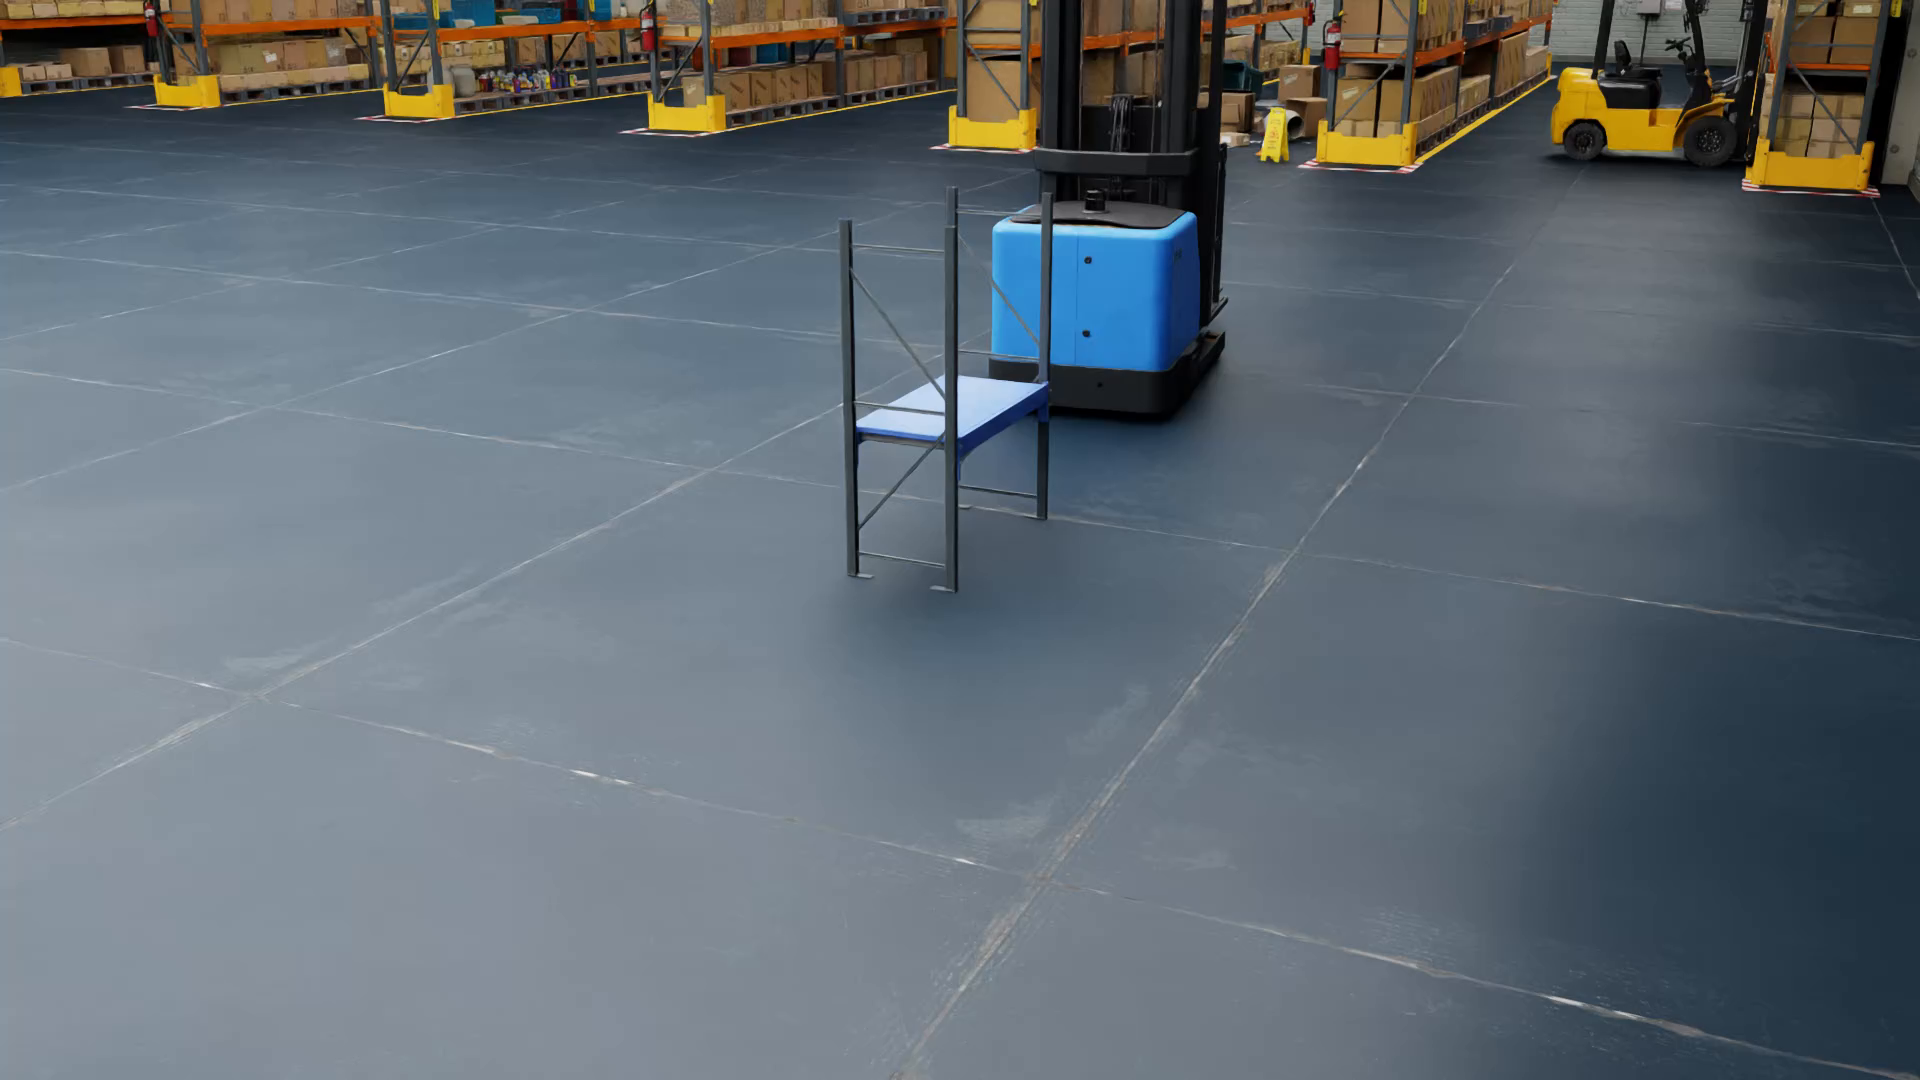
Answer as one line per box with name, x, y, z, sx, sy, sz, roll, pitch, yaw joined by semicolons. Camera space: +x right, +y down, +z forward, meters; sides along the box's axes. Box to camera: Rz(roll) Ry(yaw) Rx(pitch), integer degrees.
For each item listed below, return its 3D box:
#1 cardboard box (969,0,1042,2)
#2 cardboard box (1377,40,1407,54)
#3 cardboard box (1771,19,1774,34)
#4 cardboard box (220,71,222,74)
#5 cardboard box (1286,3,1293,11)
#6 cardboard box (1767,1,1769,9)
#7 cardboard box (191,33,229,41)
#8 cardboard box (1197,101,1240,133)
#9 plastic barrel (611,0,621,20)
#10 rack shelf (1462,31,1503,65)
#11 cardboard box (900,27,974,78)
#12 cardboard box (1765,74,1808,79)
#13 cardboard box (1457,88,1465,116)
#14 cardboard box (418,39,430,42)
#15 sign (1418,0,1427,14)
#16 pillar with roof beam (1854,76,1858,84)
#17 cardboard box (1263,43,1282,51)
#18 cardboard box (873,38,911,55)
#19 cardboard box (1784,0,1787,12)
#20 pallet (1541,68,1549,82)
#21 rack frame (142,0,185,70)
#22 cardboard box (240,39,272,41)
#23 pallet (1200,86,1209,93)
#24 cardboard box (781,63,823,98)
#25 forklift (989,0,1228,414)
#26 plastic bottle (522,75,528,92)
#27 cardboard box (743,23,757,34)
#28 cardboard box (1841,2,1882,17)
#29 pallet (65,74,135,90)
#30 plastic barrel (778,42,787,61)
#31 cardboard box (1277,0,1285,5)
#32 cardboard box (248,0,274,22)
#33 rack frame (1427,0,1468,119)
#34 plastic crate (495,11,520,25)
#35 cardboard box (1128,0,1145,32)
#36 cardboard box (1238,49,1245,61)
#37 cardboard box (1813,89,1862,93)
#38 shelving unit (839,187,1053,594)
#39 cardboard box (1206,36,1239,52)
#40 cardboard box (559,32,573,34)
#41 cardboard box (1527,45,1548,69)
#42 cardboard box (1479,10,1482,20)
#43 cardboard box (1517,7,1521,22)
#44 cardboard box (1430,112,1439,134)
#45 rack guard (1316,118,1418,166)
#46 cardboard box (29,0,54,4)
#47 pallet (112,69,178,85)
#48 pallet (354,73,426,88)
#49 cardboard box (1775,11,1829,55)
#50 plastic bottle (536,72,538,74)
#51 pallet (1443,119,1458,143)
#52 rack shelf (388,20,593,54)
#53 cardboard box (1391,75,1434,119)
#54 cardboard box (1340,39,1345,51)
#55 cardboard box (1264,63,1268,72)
cardboard box;0.630;-7.418;22.017;0.875;0.550;0.550;9;21;23
cardboard box;5.328;-6.040;20.350;0.380;0.149;0.250;9;21;23
cardboard box;12.191;-7.522;24.368;0.500;0.250;0.500;8;21;22
cardboard box;-12.933;-8.064;29.144;0.500;0.250;0.500;9;21;23
cardboard box;6.676;-11.058;34.460;0.380;0.149;0.250;8;21;20
cardboard box;13.508;-8.801;26.962;0.700;0.500;0.500;8;21;22
cardboard box;-15.497;-10.449;34.329;0.500;0.250;0.500;8;21;22
cardboard box;3.410;-5.791;23.001;0.797;0.503;0.637;-5;20;-15
plastic barrel;-6.330;-9.671;29.983;0.433;0.535;0.433;0;20;0
rack shelf;7.457;-7.578;25.374;1.077;0.370;4.000;9;21;23
cardboard box;-0.463;-9.293;31.667;1.225;0.875;0.875;8;21;20
cardboard box;10.684;-5.894;21.550;0.500;0.250;0.500;8;21;22
cardboard box;6.850;-6.426;24.356;0.950;0.372;0.625;9;21;23
cardboard box;-10.702;-9.978;33.688;0.500;0.311;0.500;8;21;21
sign;5.495;-6.416;19.741;0.100;0.325;0.005;9;21;23
pillar with roof beam;11.624;-12.577;29.405;9.100;9.000;0.400;9;21;23
cardboard box;6.431;-10.169;34.327;0.380;0.149;0.250;8;21;21
cardboard box;-1.220;-8.898;29.968;0.500;0.250;0.500;11;22;29
cardboard box;9.919;-6.295;19.576;0.380;0.149;0.250;9;21;23
pallet;11.296;-9.405;33.599;1.003;0.211;1.213;9;21;23
rack frame;-15.960;-10.704;33.091;1.000;3.000;0.127;9;21;23
cardboard box;-12.527;-8.724;29.879;0.500;0.500;0.500;9;21;23
pallet;4.040;-8.101;29.934;1.003;0.211;1.213;9;21;23
cardboard box;-2.603;-7.568;27.378;0.500;0.500;0.500;8;21;21
forklift;1.096;-2.541;10.239;1.130;2.935;3.031;6;20;17
plastic bottle;-7.352;-7.691;28.032;0.097;0.271;0.097;0;20;0
cardboard box;-3.279;-7.681;24.966;0.380;0.149;0.250;9;21;23
cardboard box;9.906;-5.823;18.250;0.380;0.149;0.250;8;21;21
pallet;-16.701;-8.806;31.915;1.003;0.211;1.213;9;21;23
plastic barrel;-3.884;-10.836;35.965;0.600;0.901;0.708;9;21;23
cardboard box;6.224;-11.005;33.343;0.500;0.500;0.500;8;21;22
cardboard box;-12.455;-9.303;29.002;0.700;0.500;0.500;9;21;23
rack frame;6.638;-7.305;23.534;1.000;3.000;0.127;9;21;23
plastic crate;-7.735;-8.869;28.246;0.450;0.188;0.662;9;21;23
cardboard box;2.542;-8.125;25.688;0.500;0.500;0.500;9;21;23
cardboard box;5.073;-9.002;31.408;0.500;0.500;0.500;8;21;21
cardboard box;10.101;-5.050;19.178;0.500;0.250;0.500;9;21;23
shelving unit;-0.035;-0.681;7.144;0.538;1.500;1.048;9;21;23
cardboard box;4.856;-9.191;30.822;0.500;0.250;0.500;8;21;20
cardboard box;-8.993;-11.434;37.097;0.500;0.250;0.500;9;21;23
cardboard box;11.373;-9.749;33.602;0.875;0.438;0.875;8;21;21
cardboard box;7.556;-7.831;24.760;0.380;0.149;0.250;9;21;23
cardboard box;9.527;-9.201;29.089;0.500;0.250;0.500;8;21;21
cardboard box;6.010;-5.517;21.982;0.500;0.250;0.500;10;22;26
rack guard;5.031;-4.928;20.580;1.175;0.500;0.348;9;21;23
cardboard box;-16.917;-10.028;30.264;0.500;0.500;0.500;9;21;23
pallet;-16.203;-9.180;32.967;1.003;0.211;1.213;9;21;23
pallet;-11.173;-8.942;32.298;1.003;0.211;1.213;9;21;23
cardboard box;9.922;-5.950;19.574;0.500;0.500;0.500;8;21;22
plastic bottle;-7.237;-7.885;28.560;0.061;0.283;0.133;9;21;23
pallet;6.395;-5.781;23.410;1.003;0.211;1.213;9;21;23
rack shelf;-7.741;-8.394;27.670;1.077;0.370;4.000;9;21;23
cardboard box;5.802;-5.715;21.419;0.500;0.500;0.500;8;21;21
cardboard box;4.961;-6.201;20.802;0.380;0.149;0.250;8;21;22
cardboard box;5.908;-9.402;33.059;0.380;0.149;0.250;9;22;24
